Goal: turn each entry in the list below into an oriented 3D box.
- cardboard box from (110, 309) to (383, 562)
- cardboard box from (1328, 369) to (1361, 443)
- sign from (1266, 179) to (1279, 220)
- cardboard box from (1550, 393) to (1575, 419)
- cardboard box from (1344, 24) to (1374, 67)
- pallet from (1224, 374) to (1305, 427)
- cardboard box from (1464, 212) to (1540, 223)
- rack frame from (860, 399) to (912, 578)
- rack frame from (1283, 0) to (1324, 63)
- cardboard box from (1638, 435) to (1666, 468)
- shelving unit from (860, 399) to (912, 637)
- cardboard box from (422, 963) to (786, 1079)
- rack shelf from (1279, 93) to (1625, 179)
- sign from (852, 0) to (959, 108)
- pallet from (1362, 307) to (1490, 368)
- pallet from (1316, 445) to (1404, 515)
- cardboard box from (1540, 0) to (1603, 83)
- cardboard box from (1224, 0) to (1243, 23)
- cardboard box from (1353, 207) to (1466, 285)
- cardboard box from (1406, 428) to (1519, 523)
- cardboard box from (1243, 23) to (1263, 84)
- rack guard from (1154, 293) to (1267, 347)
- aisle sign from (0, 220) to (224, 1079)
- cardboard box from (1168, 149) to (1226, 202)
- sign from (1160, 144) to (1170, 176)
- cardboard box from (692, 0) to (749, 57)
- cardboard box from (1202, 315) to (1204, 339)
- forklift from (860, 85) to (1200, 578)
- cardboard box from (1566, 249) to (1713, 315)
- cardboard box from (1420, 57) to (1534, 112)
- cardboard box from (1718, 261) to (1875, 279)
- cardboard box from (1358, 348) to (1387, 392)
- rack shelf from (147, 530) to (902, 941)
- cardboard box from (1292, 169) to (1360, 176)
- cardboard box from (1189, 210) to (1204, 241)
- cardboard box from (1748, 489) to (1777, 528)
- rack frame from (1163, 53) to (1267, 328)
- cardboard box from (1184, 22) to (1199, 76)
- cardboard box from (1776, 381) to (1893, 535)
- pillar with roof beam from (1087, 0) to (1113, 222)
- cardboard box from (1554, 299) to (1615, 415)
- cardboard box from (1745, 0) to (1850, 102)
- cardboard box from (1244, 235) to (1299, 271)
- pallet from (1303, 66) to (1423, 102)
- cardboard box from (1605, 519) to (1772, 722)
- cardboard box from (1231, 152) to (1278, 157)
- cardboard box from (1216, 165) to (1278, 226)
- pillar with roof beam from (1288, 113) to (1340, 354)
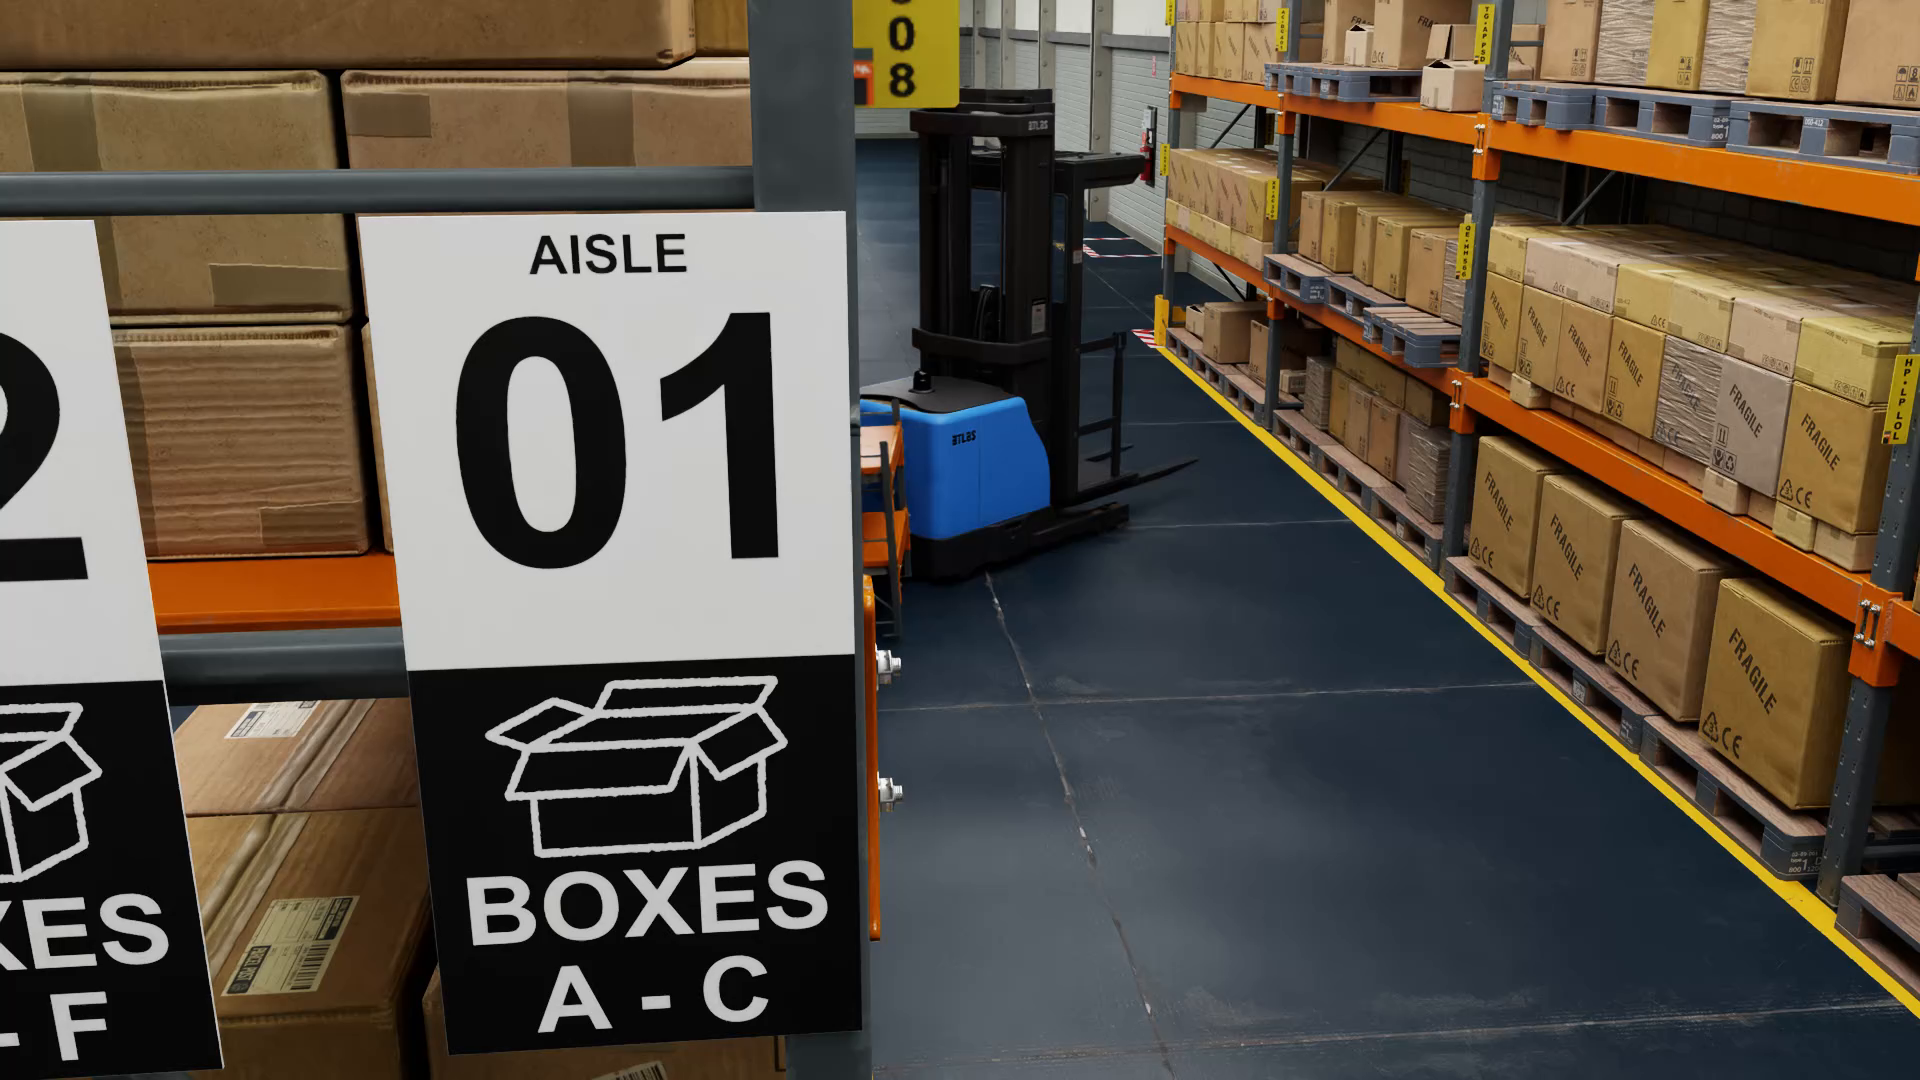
[{"bbox_3d":[-0.906,-0.167,1.945,0.500,0.250,0.500,-2,18,-6],"label":"cardboard box"},{"bbox_3d":[3.295,-1.038,12.915,0.700,0.500,0.500,-2,18,-7],"label":"cardboard box"},{"bbox_3d":[2.560,-2.786,13.599,0.100,0.325,0.005,-2,18,-6],"label":"sign"},{"bbox_3d":[3.424,-0.757,8.965,0.380,0.149,0.250,-2,18,-6],"label":"cardboard box"},{"bbox_3d":[3.139,-3.632,12.179,0.500,0.311,0.500,-1,17,-4],"label":"cardboard box"},{"bbox_3d":[2.994,-1.261,14.841,1.003,0.211,1.213,-2,18,-6],"label":"pallet"},{"bbox_3d":[3.398,-1.965,10.443,0.380,0.149,0.250,-5,18,-15],"label":"cardboard box"},{"bbox_3d":[-0.583,-0.298,10.168,0.500,1.125,0.032,-3,18,2],"label":"rack frame"},{"bbox_3d":[3.099,-5.254,12.890,1.000,3.000,0.127,-2,18,-6],"label":"rack frame"},{"bbox_3d":[3.504,-0.450,7.988,0.380,0.149,0.250,-1,17,-4],"label":"cardboard box"},{"bbox_3d":[-0.595,-0.142,9.684,0.538,1.125,1.048,-3,18,2],"label":"shelving unit"},{"bbox_3d":[-0.374,0.672,2.192,0.500,0.500,0.500,-1,17,-4],"label":"cardboard box"},{"bbox_3d":[3.305,-2.884,11.549,1.077,0.370,4.000,-2,18,-6],"label":"rack shelf"},{"bbox_3d":[-0.051,-0.528,1.383,0.100,0.325,0.005,-2,18,-6],"label":"sign"},{"bbox_3d":[3.332,-1.318,10.688,1.213,0.211,1.003,-2,18,-6],"label":"pallet"},{"bbox_3d":[3.310,-0.466,12.308,1.003,0.211,1.213,-2,18,-6],"label":"pallet"},{"bbox_3d":[3.618,-2.749,9.017,0.700,0.500,0.500,-3,18,-10],"label":"cardboard box"},{"bbox_3d":[2.646,-4.817,14.634,0.500,0.500,0.500,-2,18,-8],"label":"cardboard box"},{"bbox_3d":[3.267,-2.135,12.069,0.700,0.500,0.500,1,17,2],"label":"cardboard box"},{"bbox_3d":[3.385,-0.431,10.980,0.700,0.500,0.500,-2,17,-5],"label":"cardboard box"},{"bbox_3d":[2.761,-4.174,14.258,0.500,0.500,0.500,-3,18,-10],"label":"cardboard box"},{"bbox_3d":[2.694,-2.369,17.887,1.175,0.500,0.348,-2,18,-6],"label":"rack guard"},{"bbox_3d":[-0.888,0.127,1.426,0.394,0.787,0.004,-2,18,-6],"label":"aisle sign"},{"bbox_3d":[2.437,-3.728,17.009,0.500,0.500,0.500,-2,18,-6],"label":"cardboard box"},{"bbox_3d":[2.147,-3.980,17.402,0.100,0.325,0.005,-2,18,-6],"label":"sign"},{"bbox_3d":[-0.627,-0.923,2.265,0.700,0.500,0.500,-2,18,-6],"label":"cardboard box"},{"bbox_3d":[2.727,-2.132,16.715,0.500,0.311,0.500,0,17,-1],"label":"cardboard box"},{"bbox_3d":[0.518,-1.529,11.154,1.130,2.935,3.031,15,23,40],"label":"forklift"},{"bbox_3d":[3.413,-1.305,8.378,0.500,0.250,0.500,-2,18,-5],"label":"cardboard box"},{"bbox_3d":[3.169,-2.805,10.211,0.500,0.311,0.500,-2,18,-6],"label":"cardboard box"},{"bbox_3d":[3.969,-1.171,7.951,0.500,0.250,0.500,-2,18,-7],"label":"cardboard box"},{"bbox_3d":[3.298,-1.262,12.377,0.500,0.250,0.500,-2,18,-7],"label":"cardboard box"},{"bbox_3d":[-0.797,-0.347,3.466,1.077,0.370,4.000,-2,18,-6],"label":"rack shelf"},{"bbox_3d":[3.208,-2.989,14.654,0.500,0.500,0.500,-2,18,-6],"label":"cardboard box"},{"bbox_3d":[2.535,-3.060,16.135,0.500,0.250,0.500,-2,18,-7],"label":"cardboard box"},{"bbox_3d":[3.576,-0.143,7.012,0.380,0.149,0.250,-1,17,-4],"label":"cardboard box"},{"bbox_3d":[2.686,-3.584,17.585,1.000,3.000,0.127,-2,18,-6],"label":"rack frame"},{"bbox_3d":[2.492,-4.804,16.263,0.500,0.500,0.500,-1,17,-2],"label":"cardboard box"},{"bbox_3d":[3.626,-0.338,6.548,0.500,0.500,0.500,-2,18,-7],"label":"cardboard box"},{"bbox_3d":[-1.901,-9.707,27.072,9.100,9.000,0.400,-2,18,-6],"label":"pillar with roof beam"},{"bbox_3d":[3.402,-0.943,8.475,0.500,0.500,0.500,-2,18,-6],"label":"cardboard box"},{"bbox_3d":[3.821,-2.127,7.035,0.700,0.500,0.500,-2,18,-7],"label":"cardboard box"},{"bbox_3d":[2.748,-2.462,14.228,0.500,0.250,0.500,-2,18,-6],"label":"cardboard box"},{"bbox_3d":[3.167,-3.238,11.788,1.213,0.211,1.003,-2,18,-6],"label":"pallet"},{"bbox_3d":[3.633,0.362,7.903,0.750,0.750,0.750,-1,17,-4],"label":"cardboard box"},{"bbox_3d":[2.988,-3.596,16.587,0.500,0.500,0.500,-2,17,-5],"label":"cardboard box"},{"bbox_3d":[2.644,-3.118,15.066,0.500,0.500,0.500,-2,18,-7],"label":"cardboard box"},{"bbox_3d":[-0.663,-6.131,15.684,9.100,9.000,0.400,-2,18,-6],"label":"pillar with roof beam"}]
